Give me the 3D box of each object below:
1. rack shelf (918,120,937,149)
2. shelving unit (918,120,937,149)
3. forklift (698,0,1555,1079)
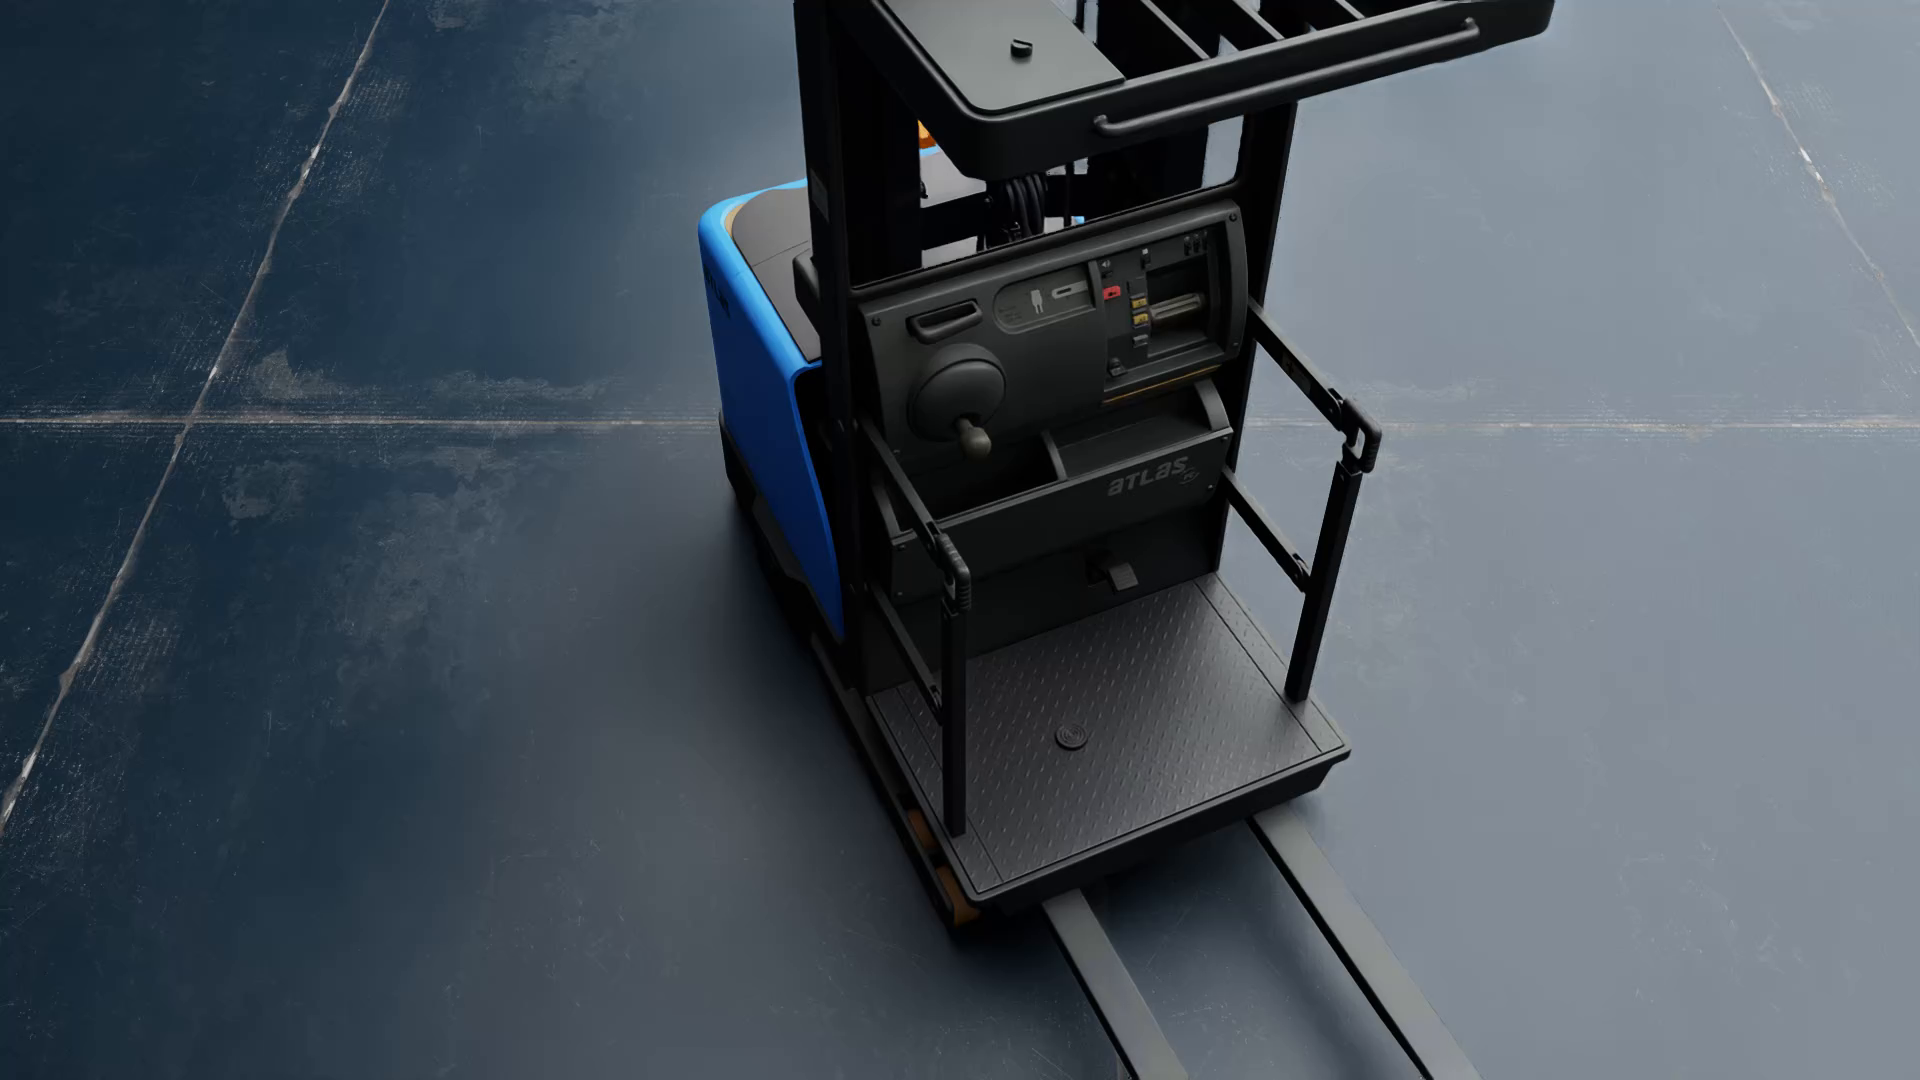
[{"bbox_3d":[-0.168,-1.225,5.033,0.480,0.148,0.258,-19,50,-17],"label":"rack shelf"},{"bbox_3d":[-0.168,-0.957,5.321,0.503,1.200,0.258,-19,50,-17],"label":"shelving unit"},{"bbox_3d":[0.323,-0.372,3.594,1.130,2.935,3.031,-19,50,-17],"label":"forklift"}]
